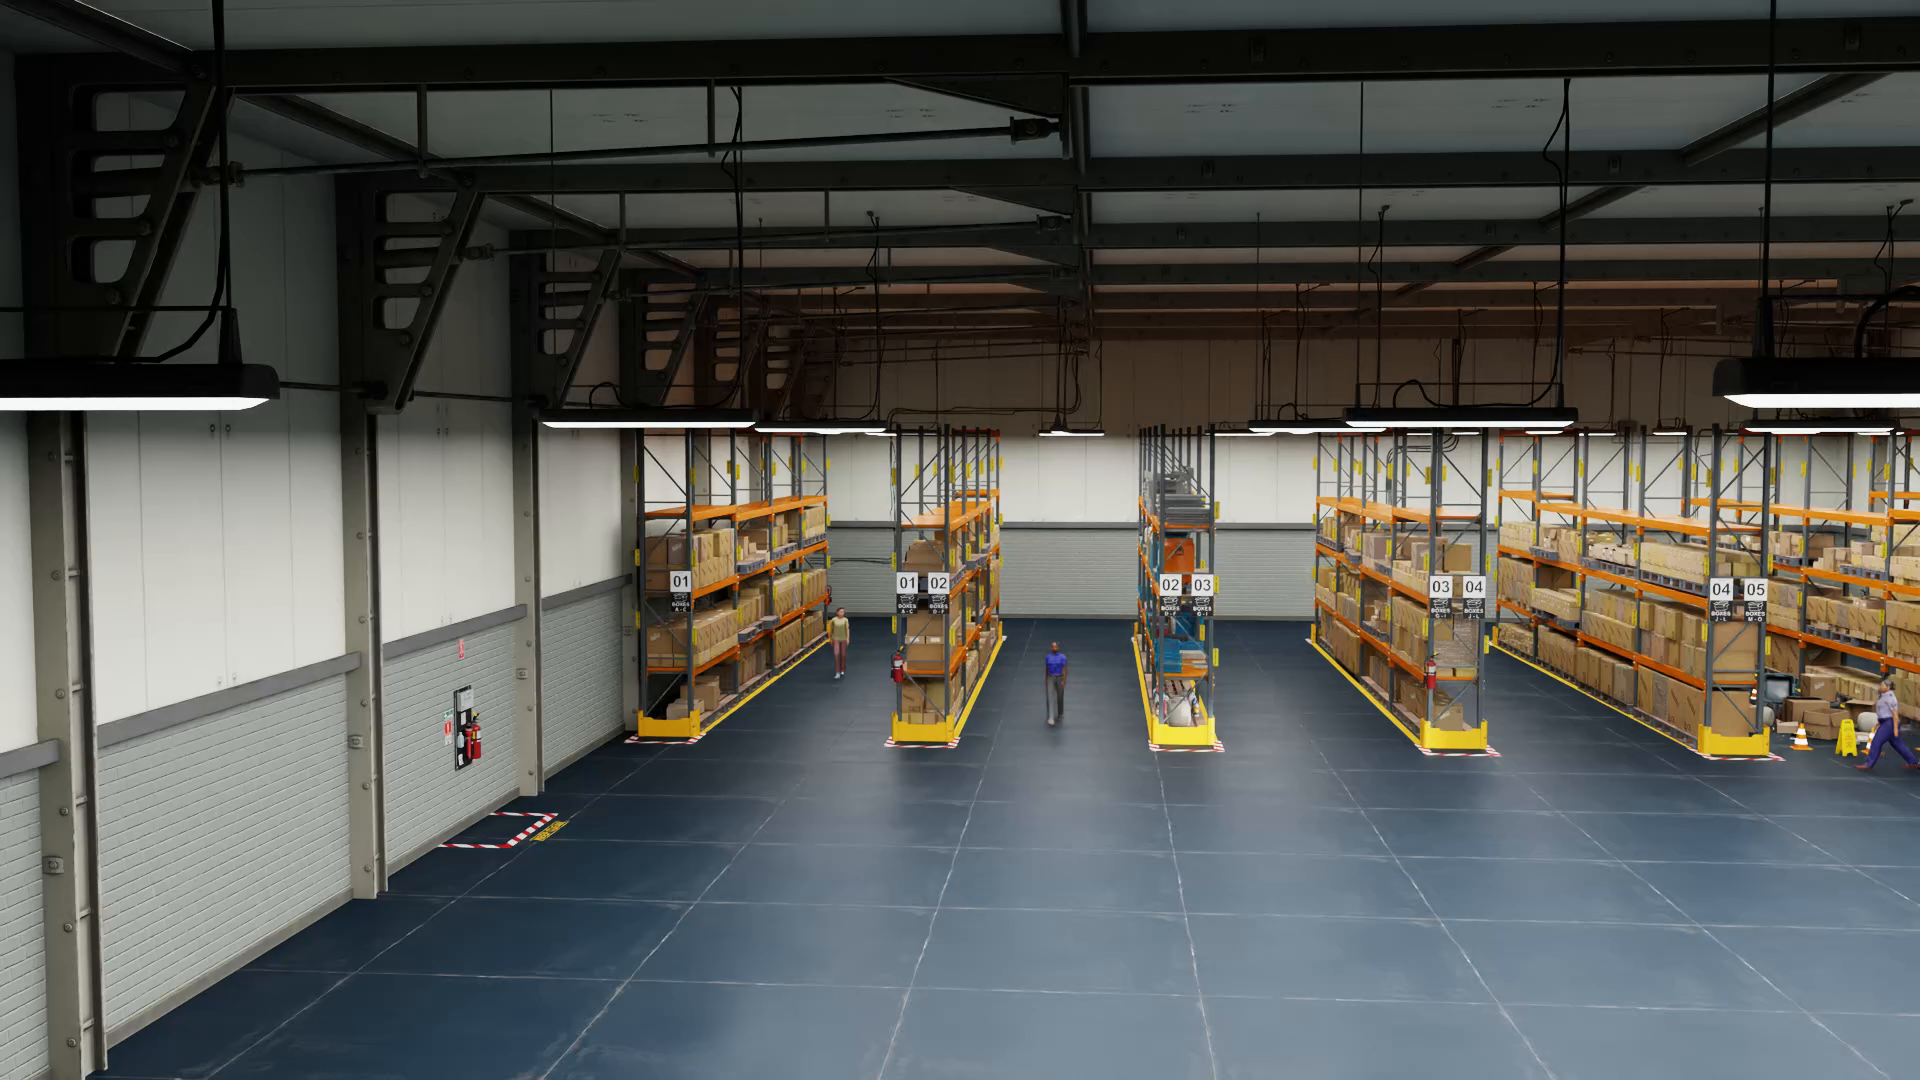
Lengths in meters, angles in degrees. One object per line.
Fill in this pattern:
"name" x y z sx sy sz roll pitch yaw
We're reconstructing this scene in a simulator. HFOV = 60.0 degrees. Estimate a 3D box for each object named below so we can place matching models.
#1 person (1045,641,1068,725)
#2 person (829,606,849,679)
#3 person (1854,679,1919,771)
"person" 1.938 2.857 33.564 0.468 1.636 0.849 1 4 9
"person" -2.869 2.460 40.075 0.463 1.686 0.692 -1 4 -16
"person" 15.936 3.184 28.549 1.042 1.579 0.487 1 4 19
